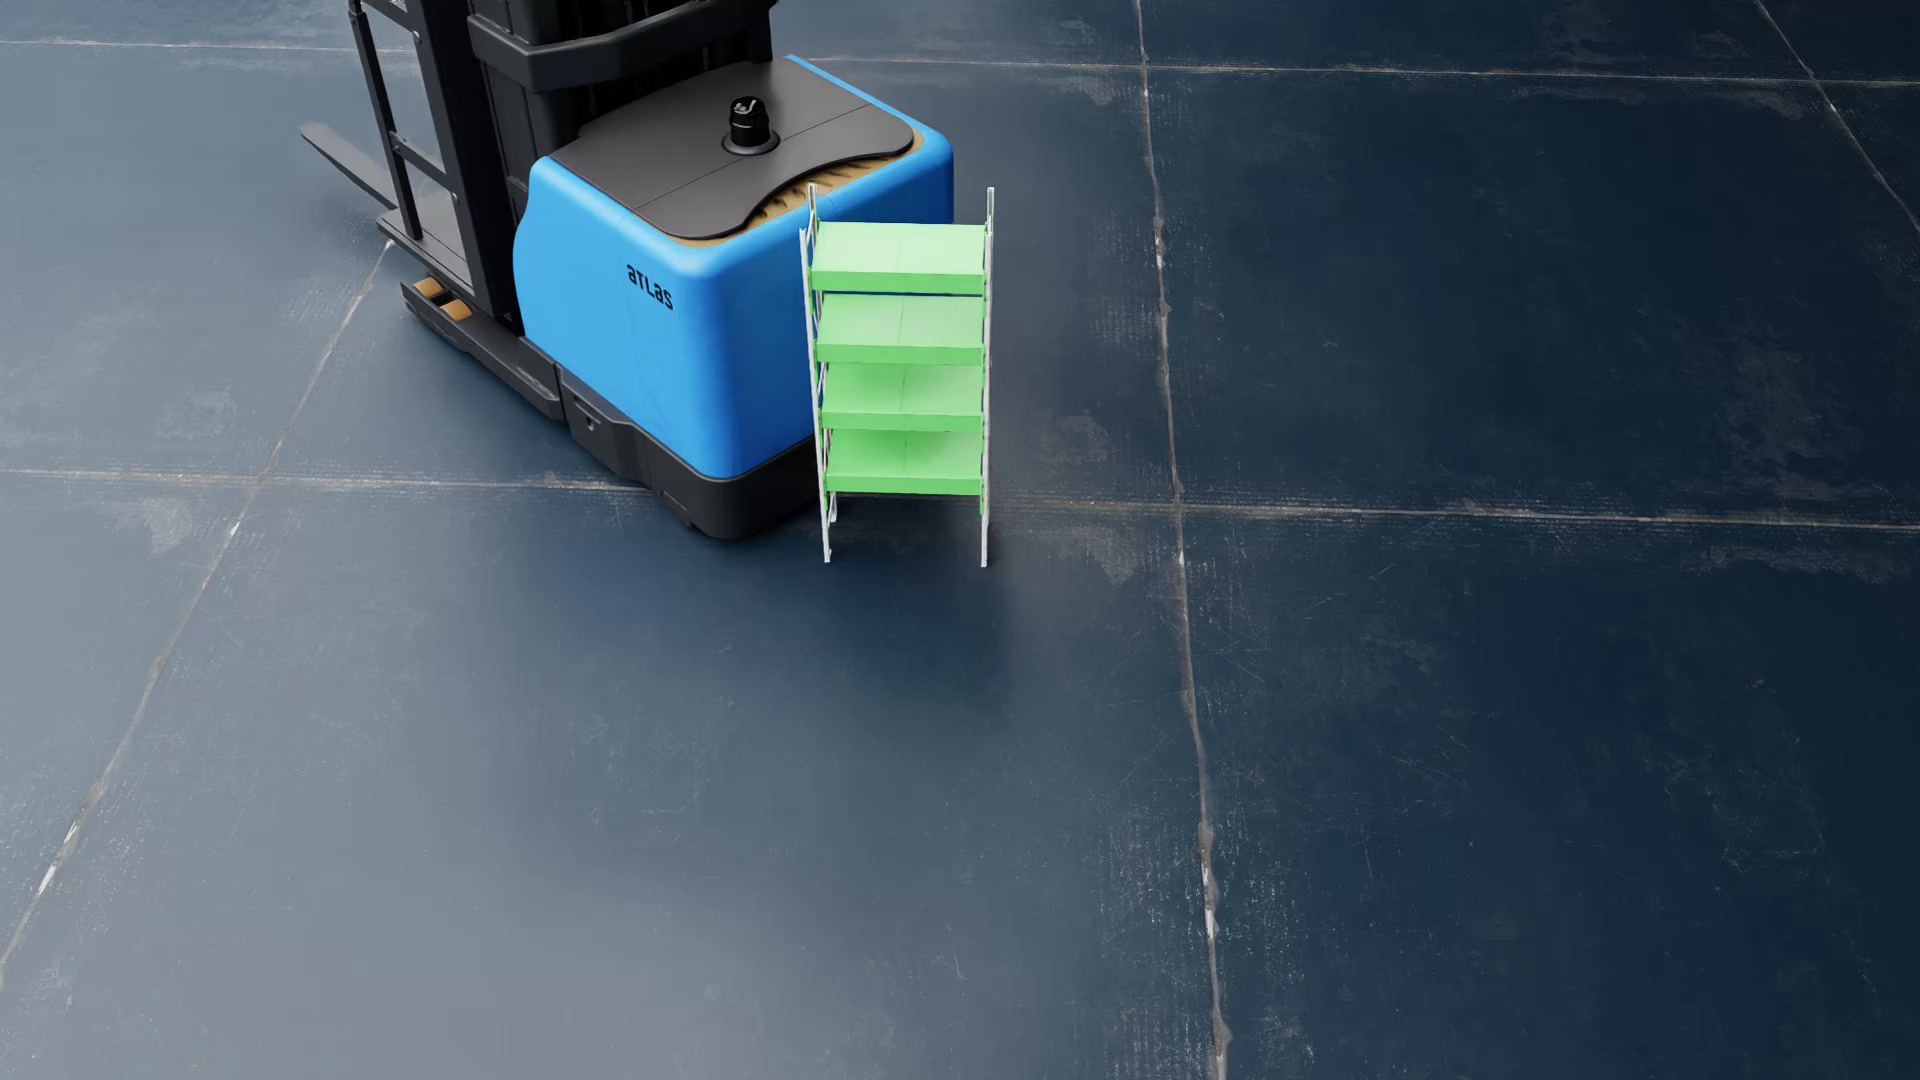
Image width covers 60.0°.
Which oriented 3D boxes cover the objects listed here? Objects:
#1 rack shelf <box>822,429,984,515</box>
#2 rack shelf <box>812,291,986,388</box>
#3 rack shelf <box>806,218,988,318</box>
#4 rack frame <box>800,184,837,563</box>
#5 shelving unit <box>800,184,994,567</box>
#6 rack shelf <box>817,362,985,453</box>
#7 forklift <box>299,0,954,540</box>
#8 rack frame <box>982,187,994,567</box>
[{"bbox_3d":[-0.164,-0.221,5.053,0.480,0.148,0.258,2,43,2],"label":"rack shelf"},{"bbox_3d":[-0.164,-0.572,4.726,0.480,0.148,0.258,2,43,2],"label":"rack shelf"},{"bbox_3d":[-0.164,-0.748,4.562,0.480,0.148,0.258,2,43,2],"label":"rack shelf"},{"bbox_3d":[-0.408,-0.450,4.853,0.015,1.200,0.240,2,43,2],"label":"rack frame"},{"bbox_3d":[-0.164,-0.443,4.846,0.503,1.200,0.258,2,43,2],"label":"shelving unit"},{"bbox_3d":[-0.164,-0.397,4.889,0.480,0.148,0.258,2,43,2],"label":"rack shelf"},{"bbox_3d":[-1.382,-1.983,5.229,1.130,2.935,3.031,-33,52,-30],"label":"forklift"},{"bbox_3d":[0.080,-0.437,4.838,0.015,1.200,0.240,2,43,2],"label":"rack frame"}]
